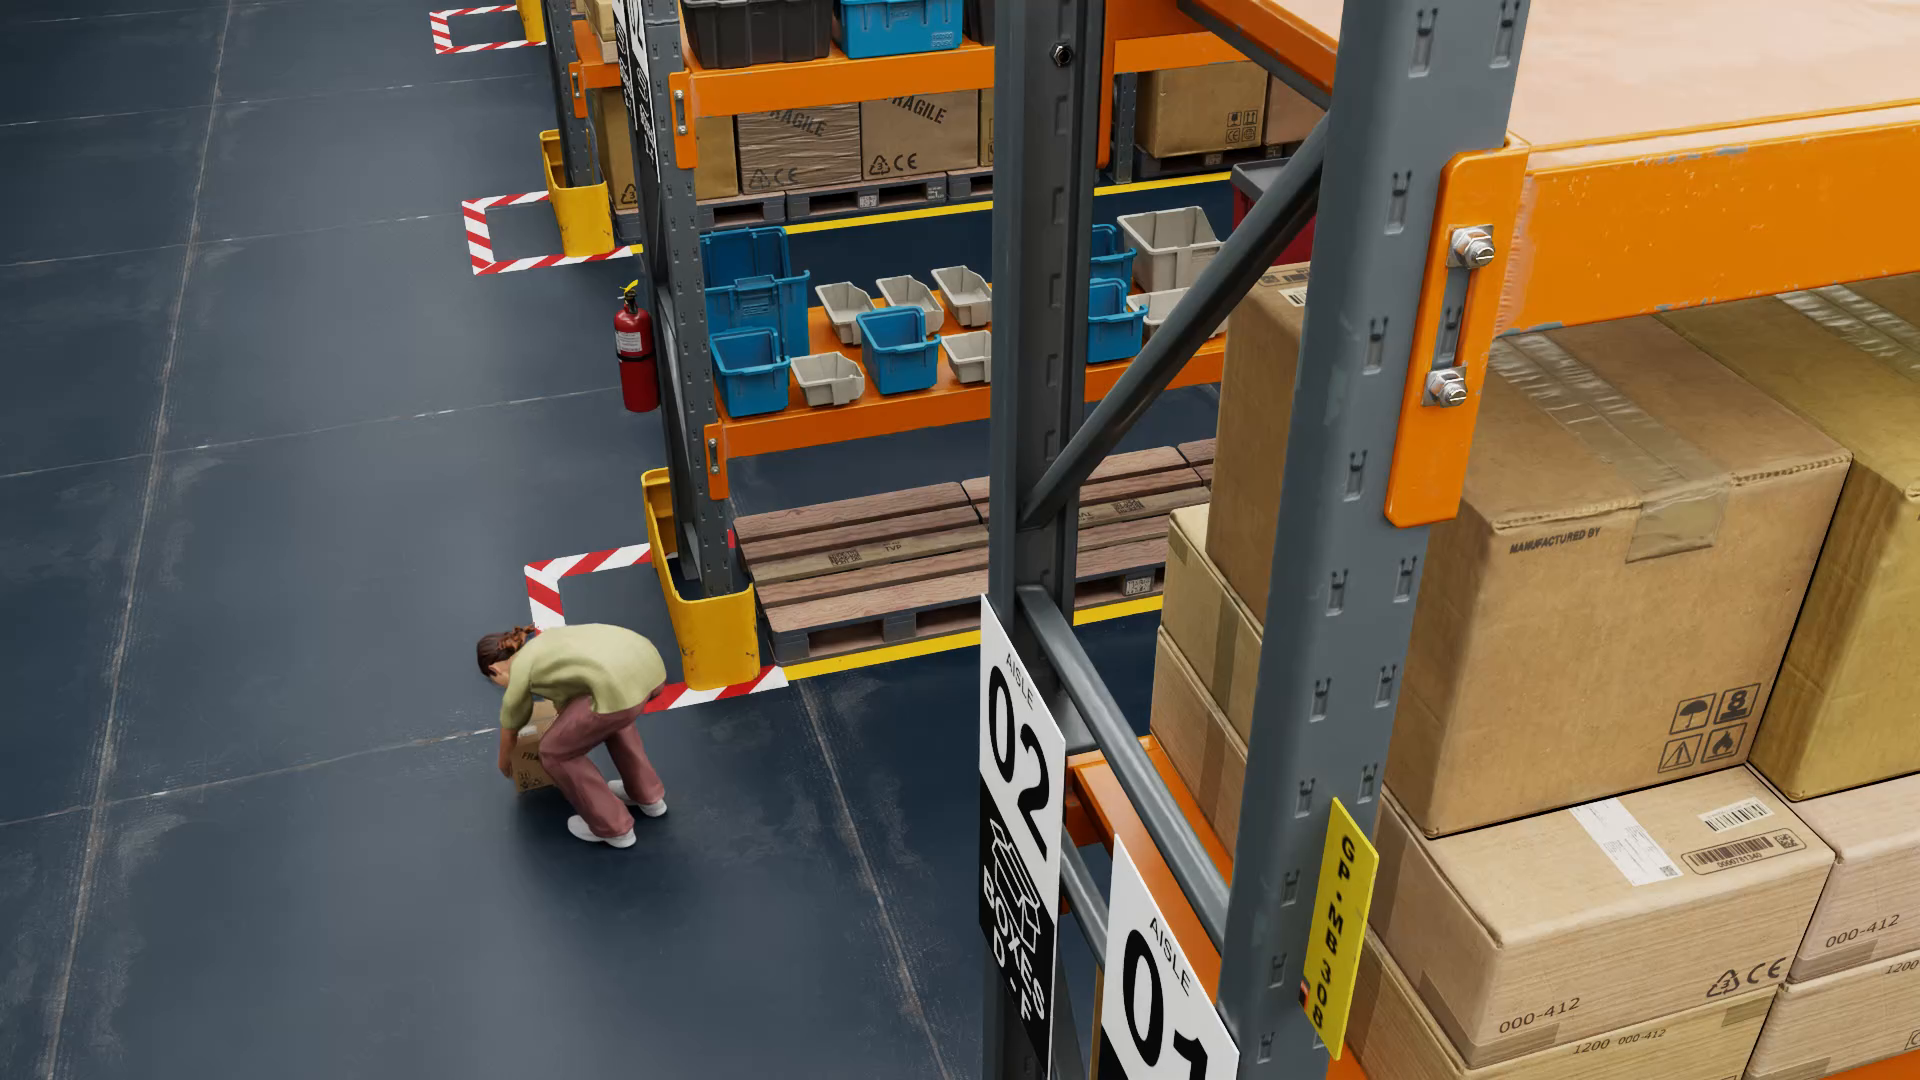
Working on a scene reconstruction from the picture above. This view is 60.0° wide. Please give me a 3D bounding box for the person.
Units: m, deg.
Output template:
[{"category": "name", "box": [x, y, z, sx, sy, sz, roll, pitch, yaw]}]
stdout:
[{"category": "person", "box": [-1.568, 0.728, 6.715, 0.854, 0.948, 0.461, 14, 37, 20]}]
